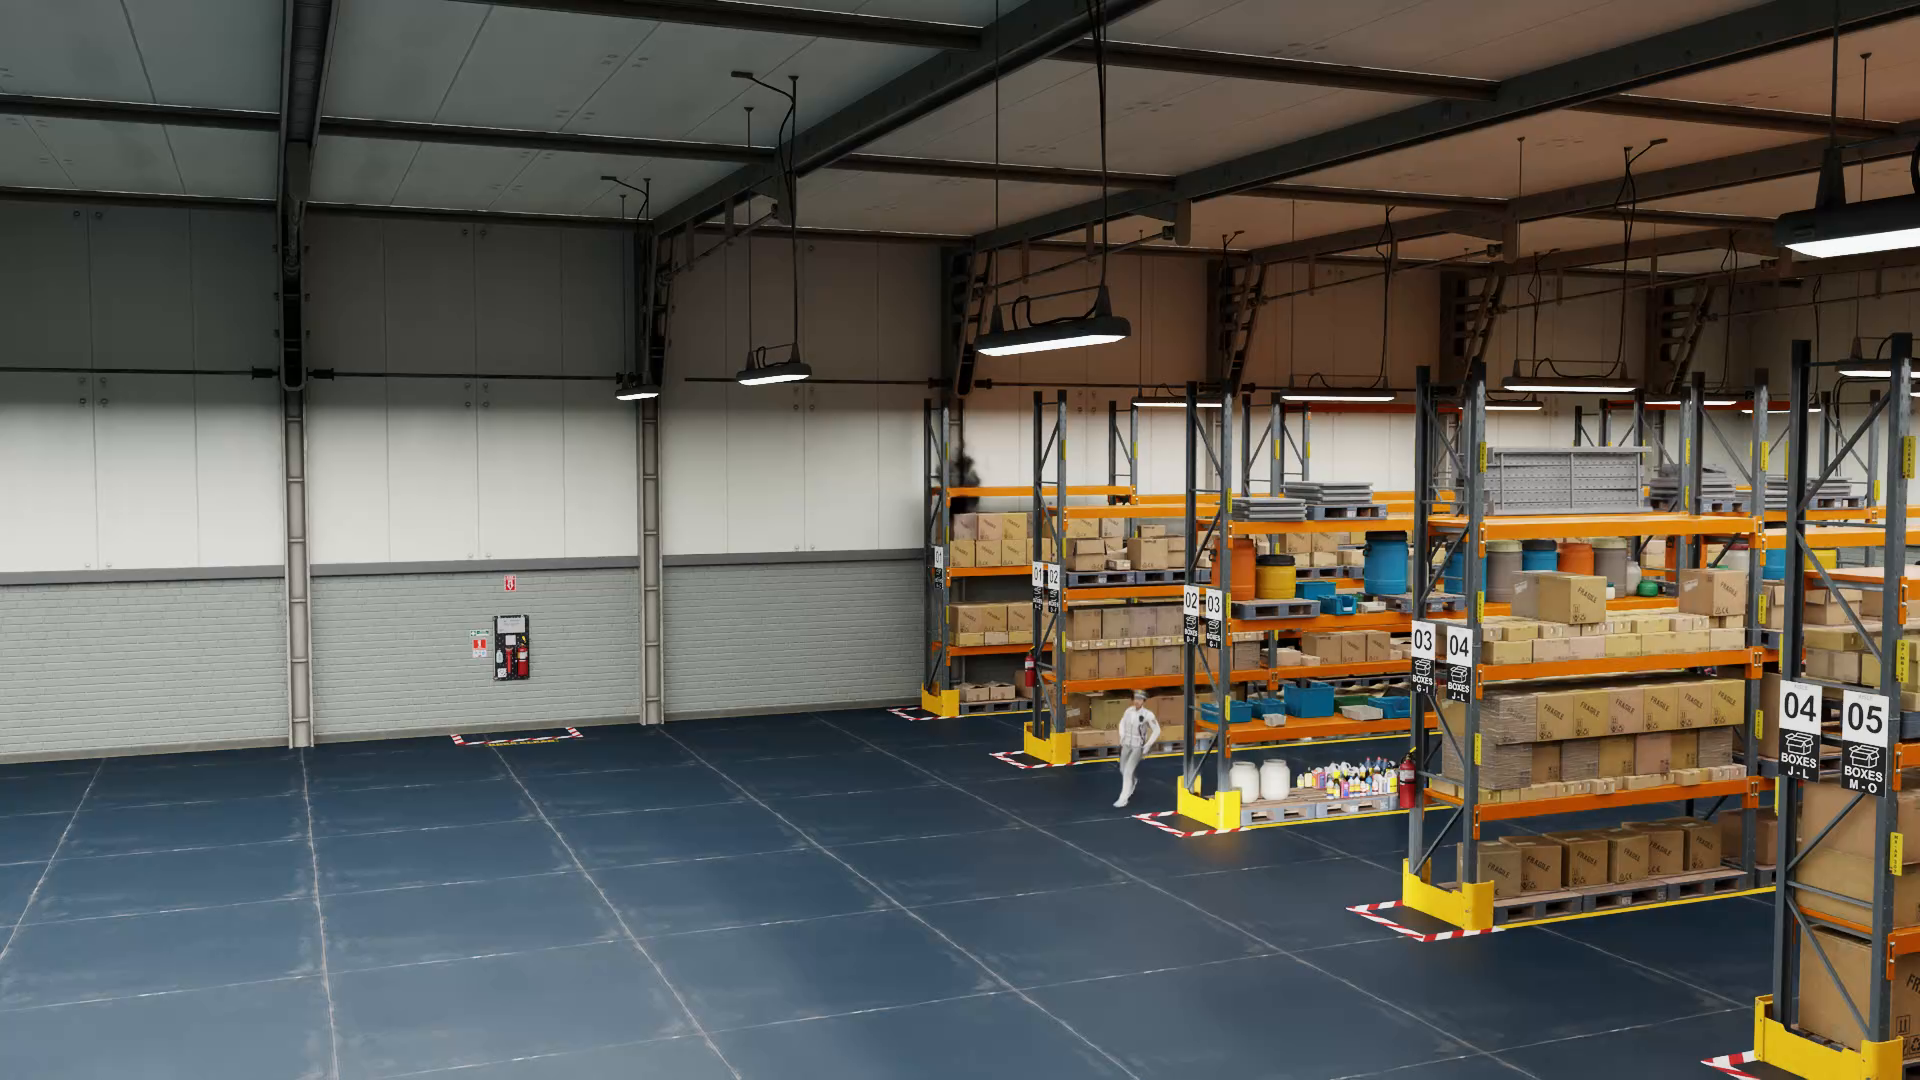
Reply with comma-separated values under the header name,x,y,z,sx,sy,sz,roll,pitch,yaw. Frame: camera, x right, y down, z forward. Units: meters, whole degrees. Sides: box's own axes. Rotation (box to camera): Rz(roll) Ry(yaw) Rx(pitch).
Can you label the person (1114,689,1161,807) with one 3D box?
name,x,y,z,sx,sy,sz,roll,pitch,yaw
person,2.546,2.940,23.712,0.655,1.663,0.732,2,4,34
